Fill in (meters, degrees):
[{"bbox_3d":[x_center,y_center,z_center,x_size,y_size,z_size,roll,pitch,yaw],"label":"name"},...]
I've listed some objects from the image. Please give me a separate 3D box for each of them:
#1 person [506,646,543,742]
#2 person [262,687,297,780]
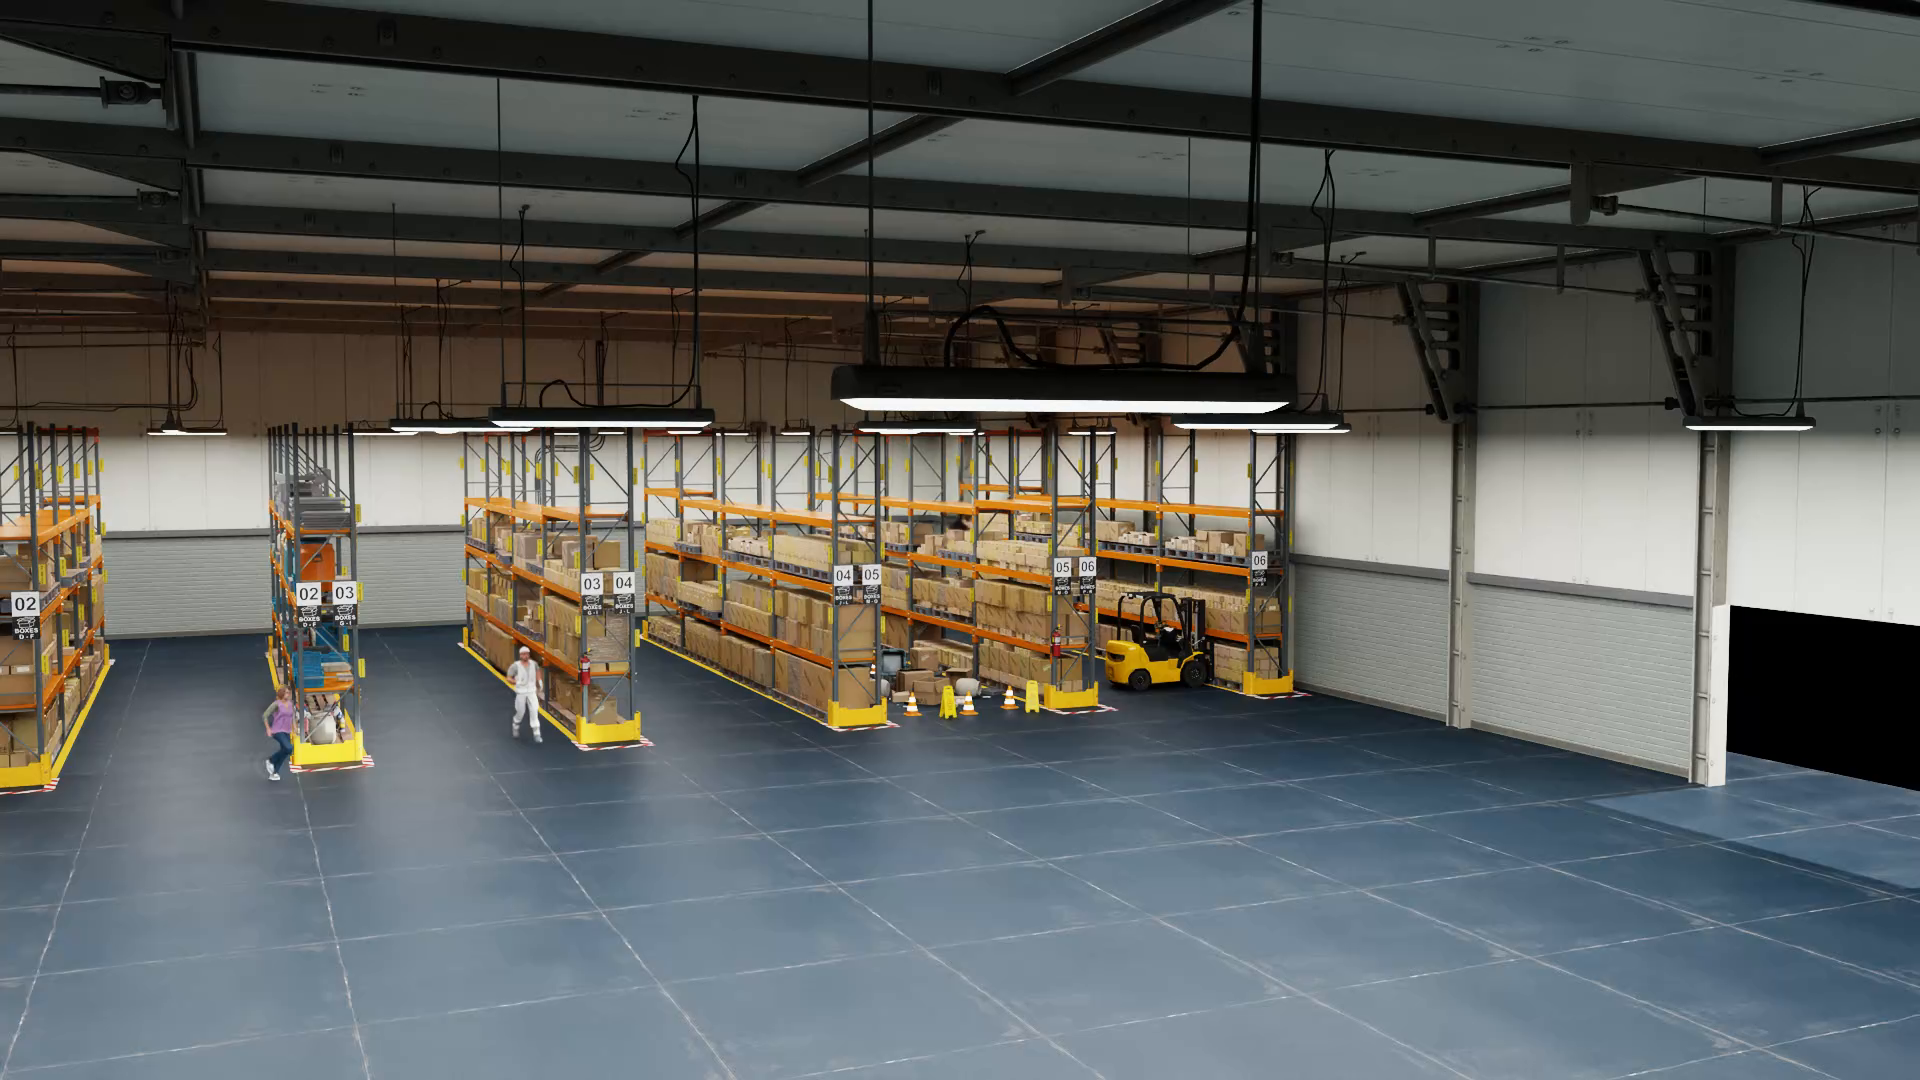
[{"bbox_3d":[-8.180,2.878,31.279,0.704,1.769,1.000,-2,4,-31],"label":"person"},{"bbox_3d":[-11.367,3.248,27.984,0.484,1.527,0.563,1,4,20],"label":"person"}]
